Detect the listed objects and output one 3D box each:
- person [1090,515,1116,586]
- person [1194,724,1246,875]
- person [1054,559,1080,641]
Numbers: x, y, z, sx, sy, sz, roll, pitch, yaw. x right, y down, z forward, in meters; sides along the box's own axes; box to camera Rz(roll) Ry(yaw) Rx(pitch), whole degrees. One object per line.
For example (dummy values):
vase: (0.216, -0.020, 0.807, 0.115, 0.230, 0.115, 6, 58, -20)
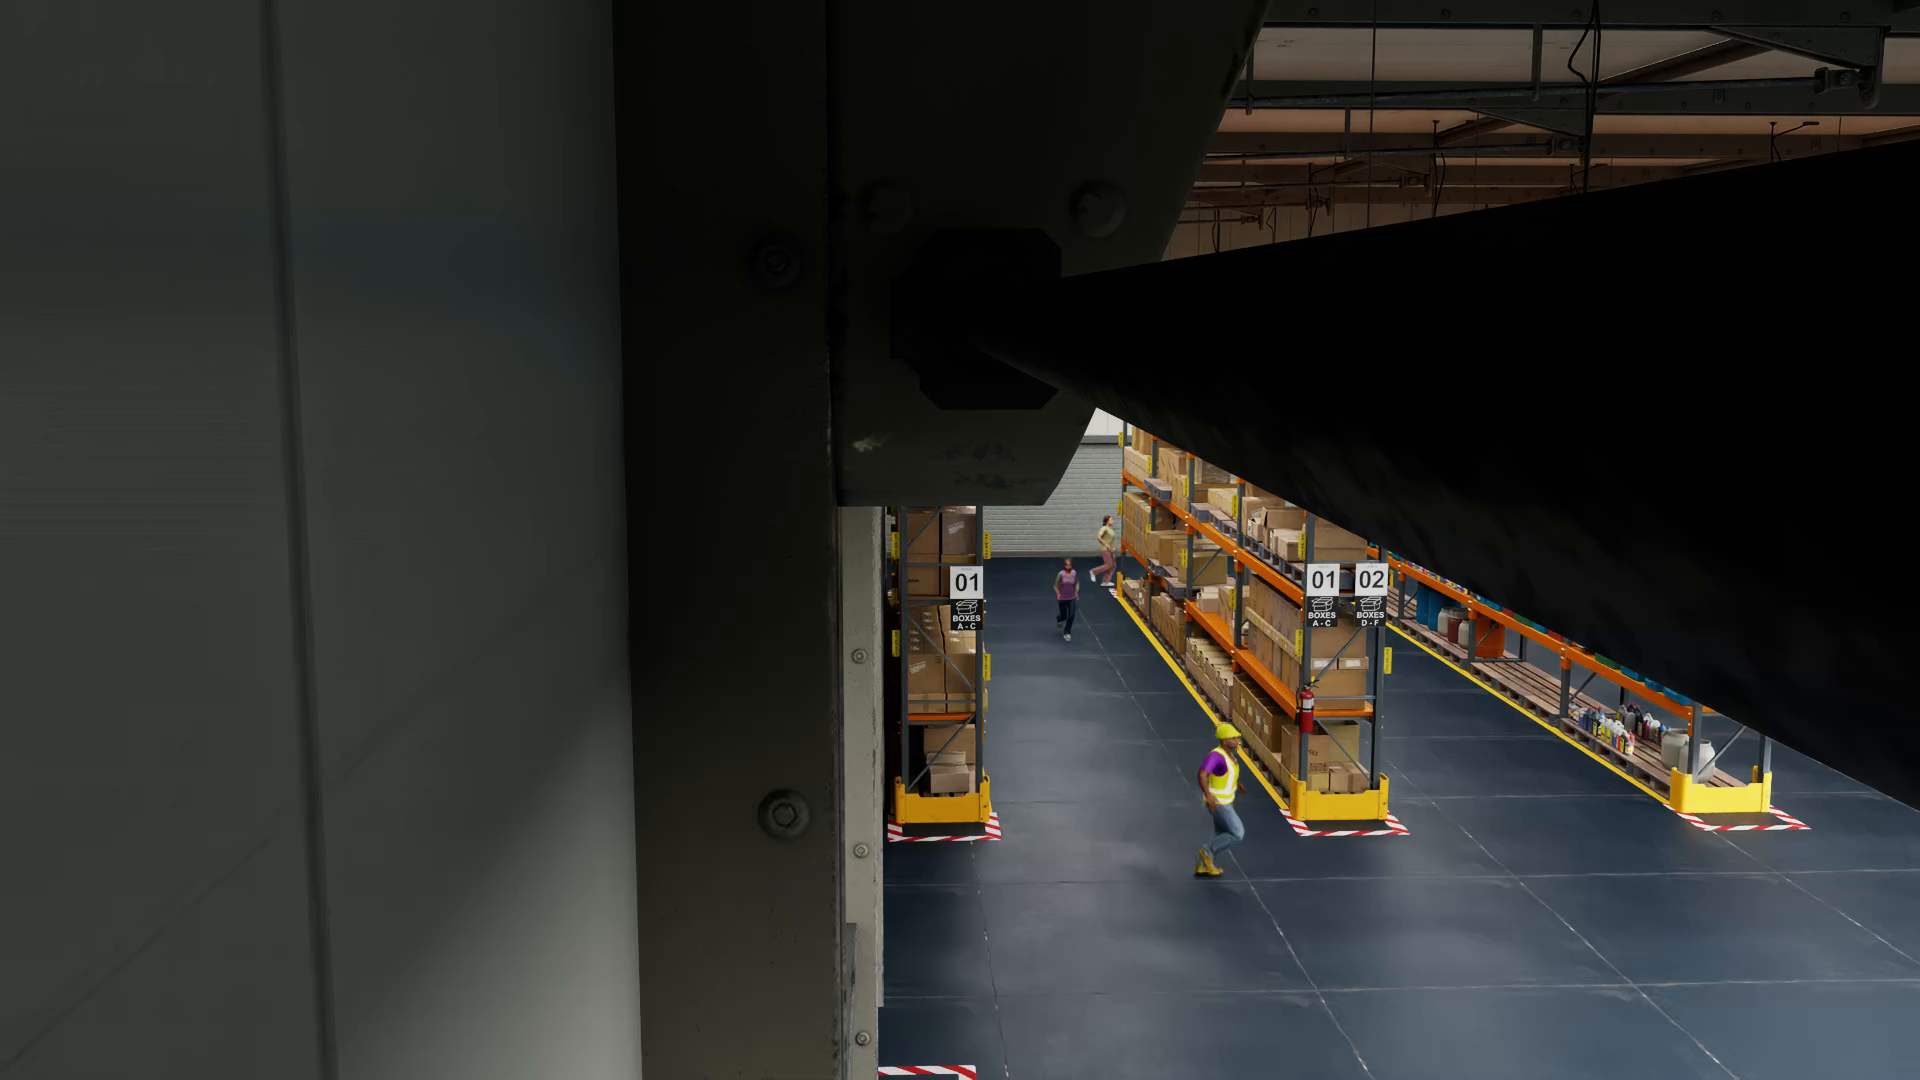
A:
person: (3.297, 0.228, 37.843, 0.596, 1.613, 0.617, 4, 9, 25)
person: (2.898, 2.894, 18.455, 0.557, 1.719, 0.751, 3, 9, 22)
person: (2.030, 1.116, 31.784, 0.520, 1.559, 0.645, -1, 8, -10)
